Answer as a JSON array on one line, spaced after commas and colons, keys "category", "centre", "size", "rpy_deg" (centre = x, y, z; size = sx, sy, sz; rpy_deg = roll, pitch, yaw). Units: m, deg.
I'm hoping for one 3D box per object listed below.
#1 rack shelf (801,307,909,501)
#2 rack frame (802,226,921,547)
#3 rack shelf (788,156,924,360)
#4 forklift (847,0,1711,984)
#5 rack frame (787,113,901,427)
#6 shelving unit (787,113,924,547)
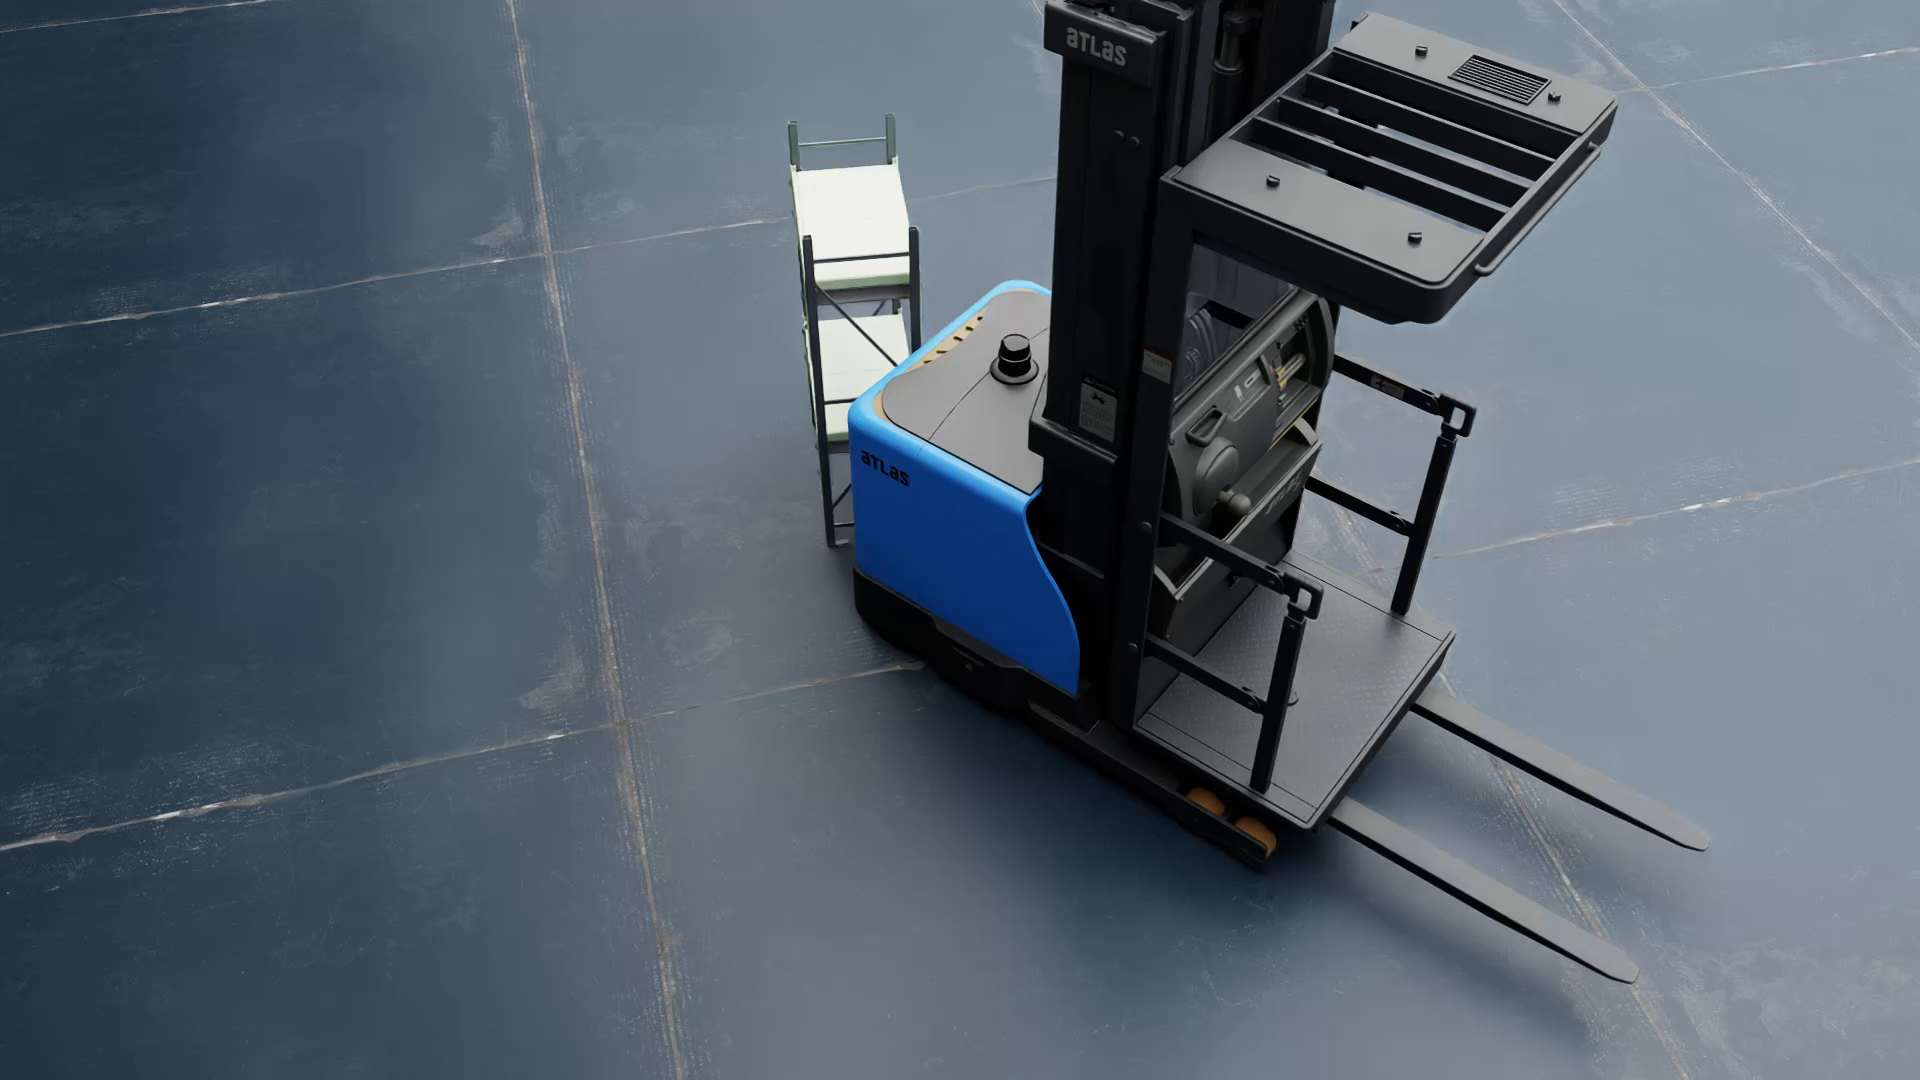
[{"category": "rack shelf", "centre": [-0.391, -0.556, 6.701], "size": [0.431, 0.370, 0.720], "rpy_deg": [-6, 46, -6]}, {"category": "rack frame", "centre": [-0.340, -0.525, 6.215], "size": [0.400, 1.500, 0.023], "rpy_deg": [-6, 46, -6]}, {"category": "rack shelf", "centre": [-0.391, -1.057, 6.190], "size": [0.431, 0.370, 0.720], "rpy_deg": [-6, 46, -6]}, {"category": "forklift", "centre": [1.072, -0.357, 5.048], "size": [3.031, 2.935, 1.130], "rpy_deg": [29, 52, 25]}, {"category": "rack frame", "centre": [-0.442, -1.043, 6.722], "size": [0.400, 1.500, 0.023], "rpy_deg": [-6, 46, -6]}, {"category": "shelving unit", "centre": [-0.391, -0.784, 6.468], "size": [0.431, 1.500, 0.755], "rpy_deg": [-6, 46, -6]}]
